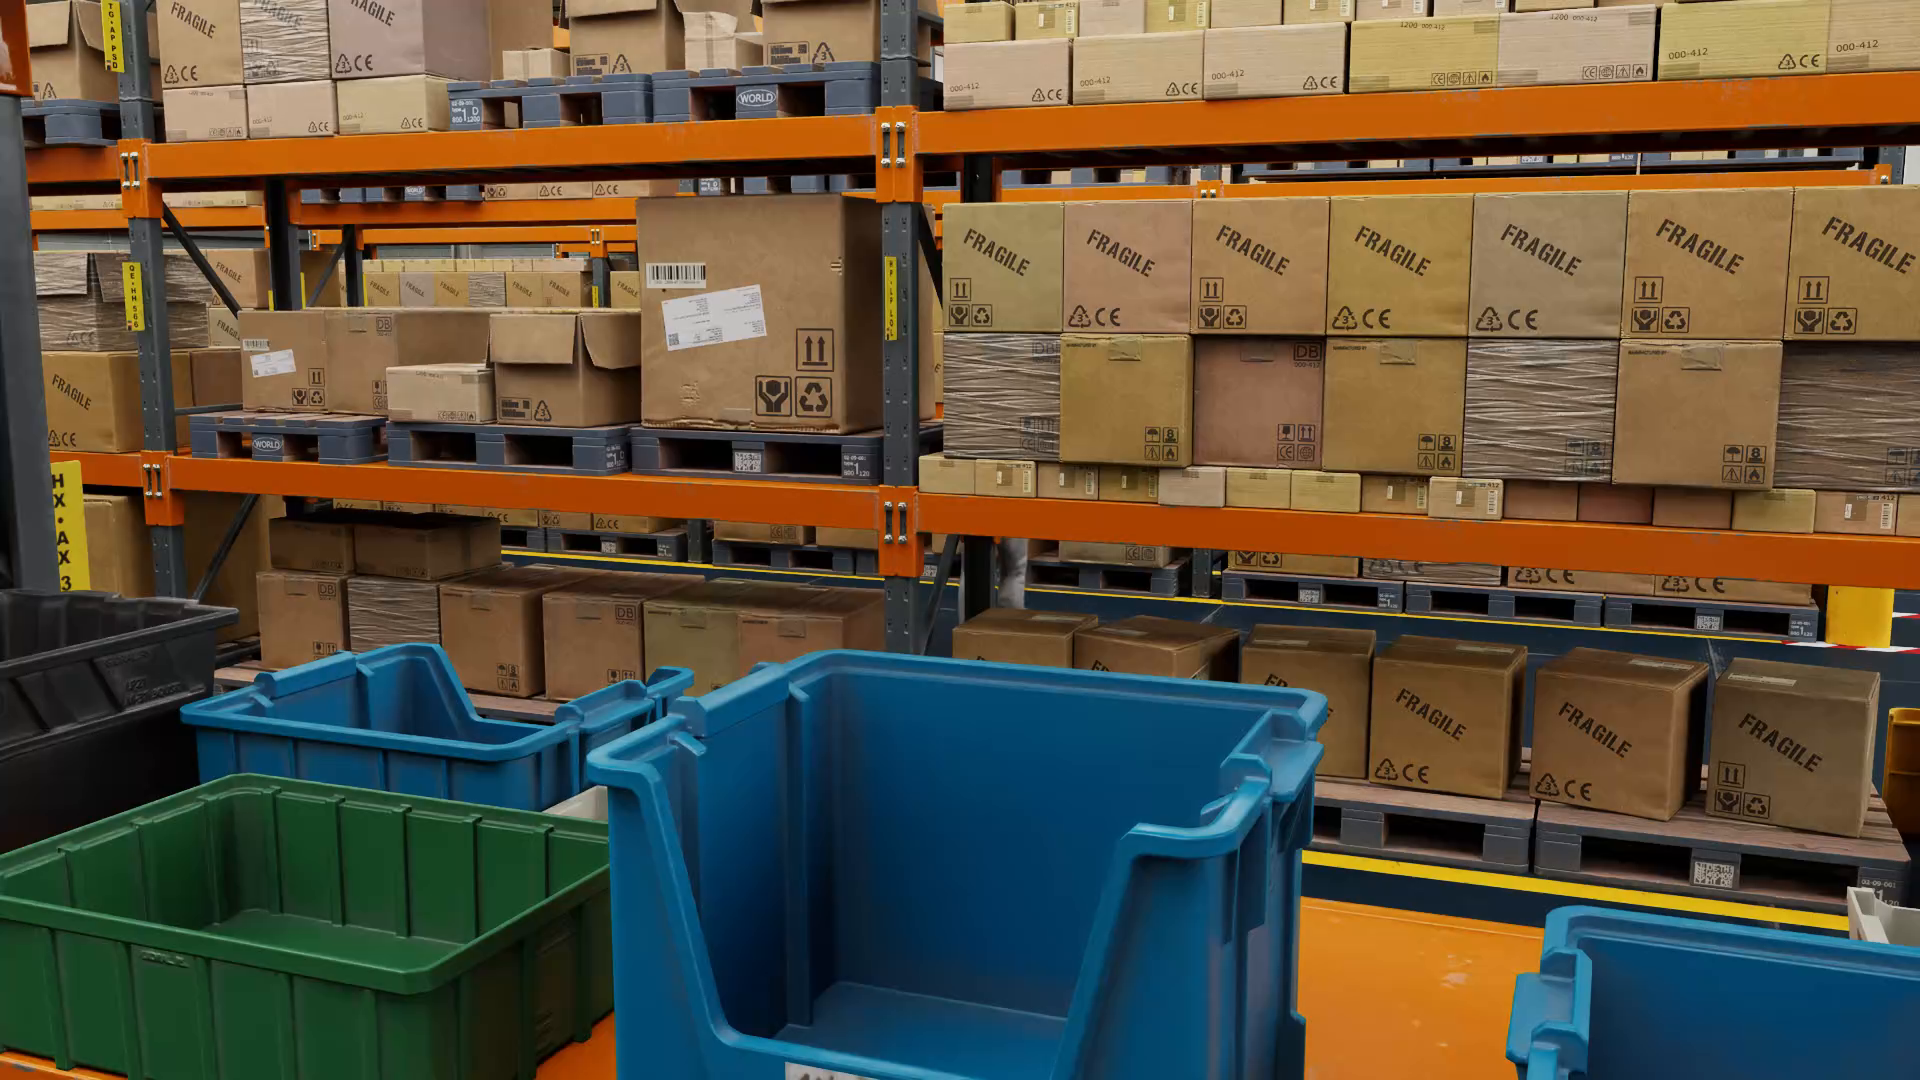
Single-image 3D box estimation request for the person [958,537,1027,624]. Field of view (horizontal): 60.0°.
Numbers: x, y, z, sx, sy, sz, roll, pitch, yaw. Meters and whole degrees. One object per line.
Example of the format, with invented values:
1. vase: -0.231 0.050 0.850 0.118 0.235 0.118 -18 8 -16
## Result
1. person: 0.206 -0.207 9.692 0.501 1.746 0.592 3 9 20
